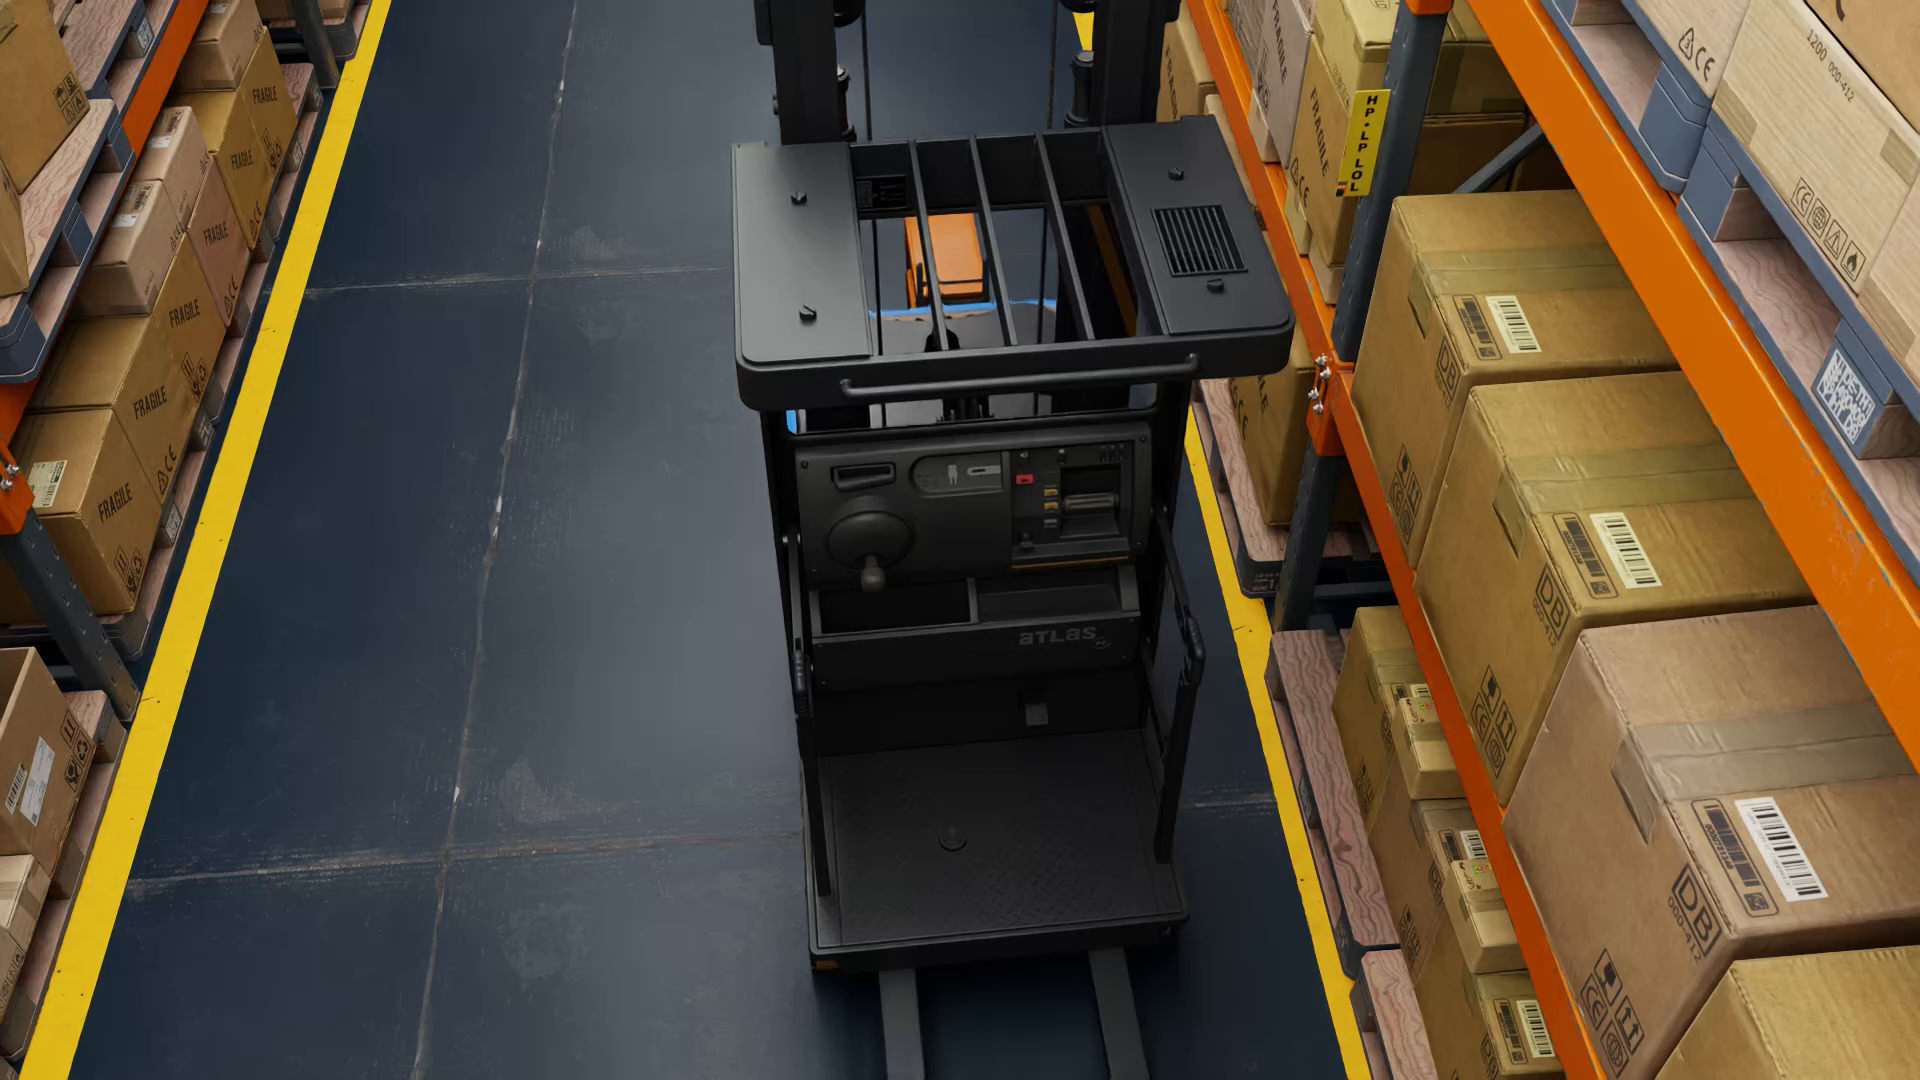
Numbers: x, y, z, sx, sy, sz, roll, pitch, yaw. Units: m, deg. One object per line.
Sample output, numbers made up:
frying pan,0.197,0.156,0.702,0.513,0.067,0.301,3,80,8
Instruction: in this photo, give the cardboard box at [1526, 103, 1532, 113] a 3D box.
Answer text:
cardboard box,1.839,-1.476,4.778,0.500,0.250,0.500,-2,47,-2

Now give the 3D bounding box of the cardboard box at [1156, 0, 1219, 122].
cardboard box,1.281,-1.851,7.128,0.750,0.750,0.750,-4,47,-3

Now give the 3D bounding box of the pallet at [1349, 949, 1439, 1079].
pallet,1.709,1.673,4.520,1.003,0.211,1.213,-3,47,-3

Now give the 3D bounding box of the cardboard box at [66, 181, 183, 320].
cardboard box,-3.200,-1.060,6.090,0.500,0.250,0.500,-3,47,-3

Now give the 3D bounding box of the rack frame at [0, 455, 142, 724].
rack frame,-3.318,-0.422,4.584,1.000,3.000,0.127,-3,47,-3

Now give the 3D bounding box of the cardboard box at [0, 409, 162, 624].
cardboard box,-3.116,-0.078,5.677,0.500,0.500,0.500,-5,47,-5

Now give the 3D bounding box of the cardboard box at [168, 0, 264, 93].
cardboard box,-3.332,-2.163,7.134,0.500,0.250,0.500,-2,47,-2

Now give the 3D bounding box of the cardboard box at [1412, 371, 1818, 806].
cardboard box,1.703,0.093,3.889,0.980,0.700,0.700,-5,47,-4

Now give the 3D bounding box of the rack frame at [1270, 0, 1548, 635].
rack frame,1.618,-0.726,4.871,1.000,3.000,0.127,-3,47,-3

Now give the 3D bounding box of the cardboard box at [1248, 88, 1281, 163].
cardboard box,1.205,-1.432,5.700,0.380,0.149,0.250,-3,47,-3

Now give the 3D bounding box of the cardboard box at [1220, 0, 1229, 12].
cardboard box,1.195,-2.281,6.057,0.500,0.500,0.500,-2,47,-2

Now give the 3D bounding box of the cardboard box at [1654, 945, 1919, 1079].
cardboard box,1.828,1.171,2.868,0.980,0.700,0.700,-4,47,-4

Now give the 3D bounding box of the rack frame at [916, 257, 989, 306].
rack frame,-0.024,-0.505,5.902,0.240,1.200,0.015,-5,47,-4

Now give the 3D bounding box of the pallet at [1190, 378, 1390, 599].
pallet,1.478,-0.321,6.408,1.003,0.211,1.213,-3,47,-3

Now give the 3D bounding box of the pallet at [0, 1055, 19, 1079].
pallet,-3.156,1.919,4.288,1.003,0.211,1.213,-3,47,-3

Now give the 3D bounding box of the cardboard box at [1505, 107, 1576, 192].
cardboard box,1.830,-1.217,5.049,0.500,0.500,0.500,-5,47,-5

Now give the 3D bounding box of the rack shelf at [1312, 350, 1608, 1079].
rack shelf,1.785,0.969,3.762,1.077,0.370,4.000,-3,47,-3

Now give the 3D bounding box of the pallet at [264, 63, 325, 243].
pallet,-3.628,-1.815,7.823,1.003,0.211,1.213,-3,47,-3

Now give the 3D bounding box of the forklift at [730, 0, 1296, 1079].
forklift,0.068,0.014,4.218,1.130,2.935,3.031,-5,47,-4

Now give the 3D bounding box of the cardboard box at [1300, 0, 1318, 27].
cardboard box,1.291,-1.820,5.104,0.500,0.250,0.500,-3,47,-2

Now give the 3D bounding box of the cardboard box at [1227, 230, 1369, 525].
cardboard box,1.434,-0.593,5.937,0.750,0.750,0.750,-3,47,-3

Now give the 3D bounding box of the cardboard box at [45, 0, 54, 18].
cardboard box,-3.528,-1.875,5.602,0.700,0.500,0.500,-14,48,-13

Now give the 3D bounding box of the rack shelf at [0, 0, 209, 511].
rack shelf,-3.486,-1.622,6.215,1.077,0.370,4.000,-3,47,-3

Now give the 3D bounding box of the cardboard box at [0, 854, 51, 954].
cardboard box,-2.897,1.070,4.831,0.380,0.149,0.250,-3,47,-3

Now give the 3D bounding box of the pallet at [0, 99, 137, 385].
pallet,-3.276,-0.941,5.207,1.003,0.211,1.213,-3,47,-3

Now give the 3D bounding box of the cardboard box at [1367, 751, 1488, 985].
cardboard box,1.617,0.900,4.764,0.700,0.500,0.500,-4,47,-4

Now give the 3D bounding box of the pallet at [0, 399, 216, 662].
pallet,-3.424,-0.049,6.151,1.003,0.211,1.213,-3,47,-3

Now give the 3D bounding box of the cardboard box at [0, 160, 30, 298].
cardboard box,-3.135,-0.957,4.732,0.700,0.500,0.500,-18,49,-16

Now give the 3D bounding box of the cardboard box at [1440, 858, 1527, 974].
cardboard box,1.469,0.950,4.270,0.380,0.149,0.250,-5,47,-4

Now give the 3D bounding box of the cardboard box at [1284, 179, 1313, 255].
cardboard box,1.263,-1.055,5.342,0.380,0.149,0.250,-3,47,-3

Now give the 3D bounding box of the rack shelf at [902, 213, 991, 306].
rack shelf,-0.051,-0.952,5.784,0.258,0.148,0.480,-5,47,-4

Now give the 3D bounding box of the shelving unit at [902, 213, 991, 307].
shelving unit,-0.051,-0.681,6.069,0.258,1.200,0.503,-5,47,-4

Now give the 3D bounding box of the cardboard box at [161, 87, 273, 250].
cardboard box,-3.298,-1.571,7.090,0.500,0.500,0.500,-5,47,-5

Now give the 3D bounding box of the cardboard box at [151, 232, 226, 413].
cardboard box,-3.206,-0.826,6.385,0.500,0.500,0.500,-3,47,-3

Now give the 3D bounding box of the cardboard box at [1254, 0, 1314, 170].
cardboard box,1.275,-1.556,5.371,0.500,0.500,0.500,-3,47,-3

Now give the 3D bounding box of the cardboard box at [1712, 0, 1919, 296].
cardboard box,1.492,-0.628,2.458,0.500,0.250,0.500,-5,47,-4
